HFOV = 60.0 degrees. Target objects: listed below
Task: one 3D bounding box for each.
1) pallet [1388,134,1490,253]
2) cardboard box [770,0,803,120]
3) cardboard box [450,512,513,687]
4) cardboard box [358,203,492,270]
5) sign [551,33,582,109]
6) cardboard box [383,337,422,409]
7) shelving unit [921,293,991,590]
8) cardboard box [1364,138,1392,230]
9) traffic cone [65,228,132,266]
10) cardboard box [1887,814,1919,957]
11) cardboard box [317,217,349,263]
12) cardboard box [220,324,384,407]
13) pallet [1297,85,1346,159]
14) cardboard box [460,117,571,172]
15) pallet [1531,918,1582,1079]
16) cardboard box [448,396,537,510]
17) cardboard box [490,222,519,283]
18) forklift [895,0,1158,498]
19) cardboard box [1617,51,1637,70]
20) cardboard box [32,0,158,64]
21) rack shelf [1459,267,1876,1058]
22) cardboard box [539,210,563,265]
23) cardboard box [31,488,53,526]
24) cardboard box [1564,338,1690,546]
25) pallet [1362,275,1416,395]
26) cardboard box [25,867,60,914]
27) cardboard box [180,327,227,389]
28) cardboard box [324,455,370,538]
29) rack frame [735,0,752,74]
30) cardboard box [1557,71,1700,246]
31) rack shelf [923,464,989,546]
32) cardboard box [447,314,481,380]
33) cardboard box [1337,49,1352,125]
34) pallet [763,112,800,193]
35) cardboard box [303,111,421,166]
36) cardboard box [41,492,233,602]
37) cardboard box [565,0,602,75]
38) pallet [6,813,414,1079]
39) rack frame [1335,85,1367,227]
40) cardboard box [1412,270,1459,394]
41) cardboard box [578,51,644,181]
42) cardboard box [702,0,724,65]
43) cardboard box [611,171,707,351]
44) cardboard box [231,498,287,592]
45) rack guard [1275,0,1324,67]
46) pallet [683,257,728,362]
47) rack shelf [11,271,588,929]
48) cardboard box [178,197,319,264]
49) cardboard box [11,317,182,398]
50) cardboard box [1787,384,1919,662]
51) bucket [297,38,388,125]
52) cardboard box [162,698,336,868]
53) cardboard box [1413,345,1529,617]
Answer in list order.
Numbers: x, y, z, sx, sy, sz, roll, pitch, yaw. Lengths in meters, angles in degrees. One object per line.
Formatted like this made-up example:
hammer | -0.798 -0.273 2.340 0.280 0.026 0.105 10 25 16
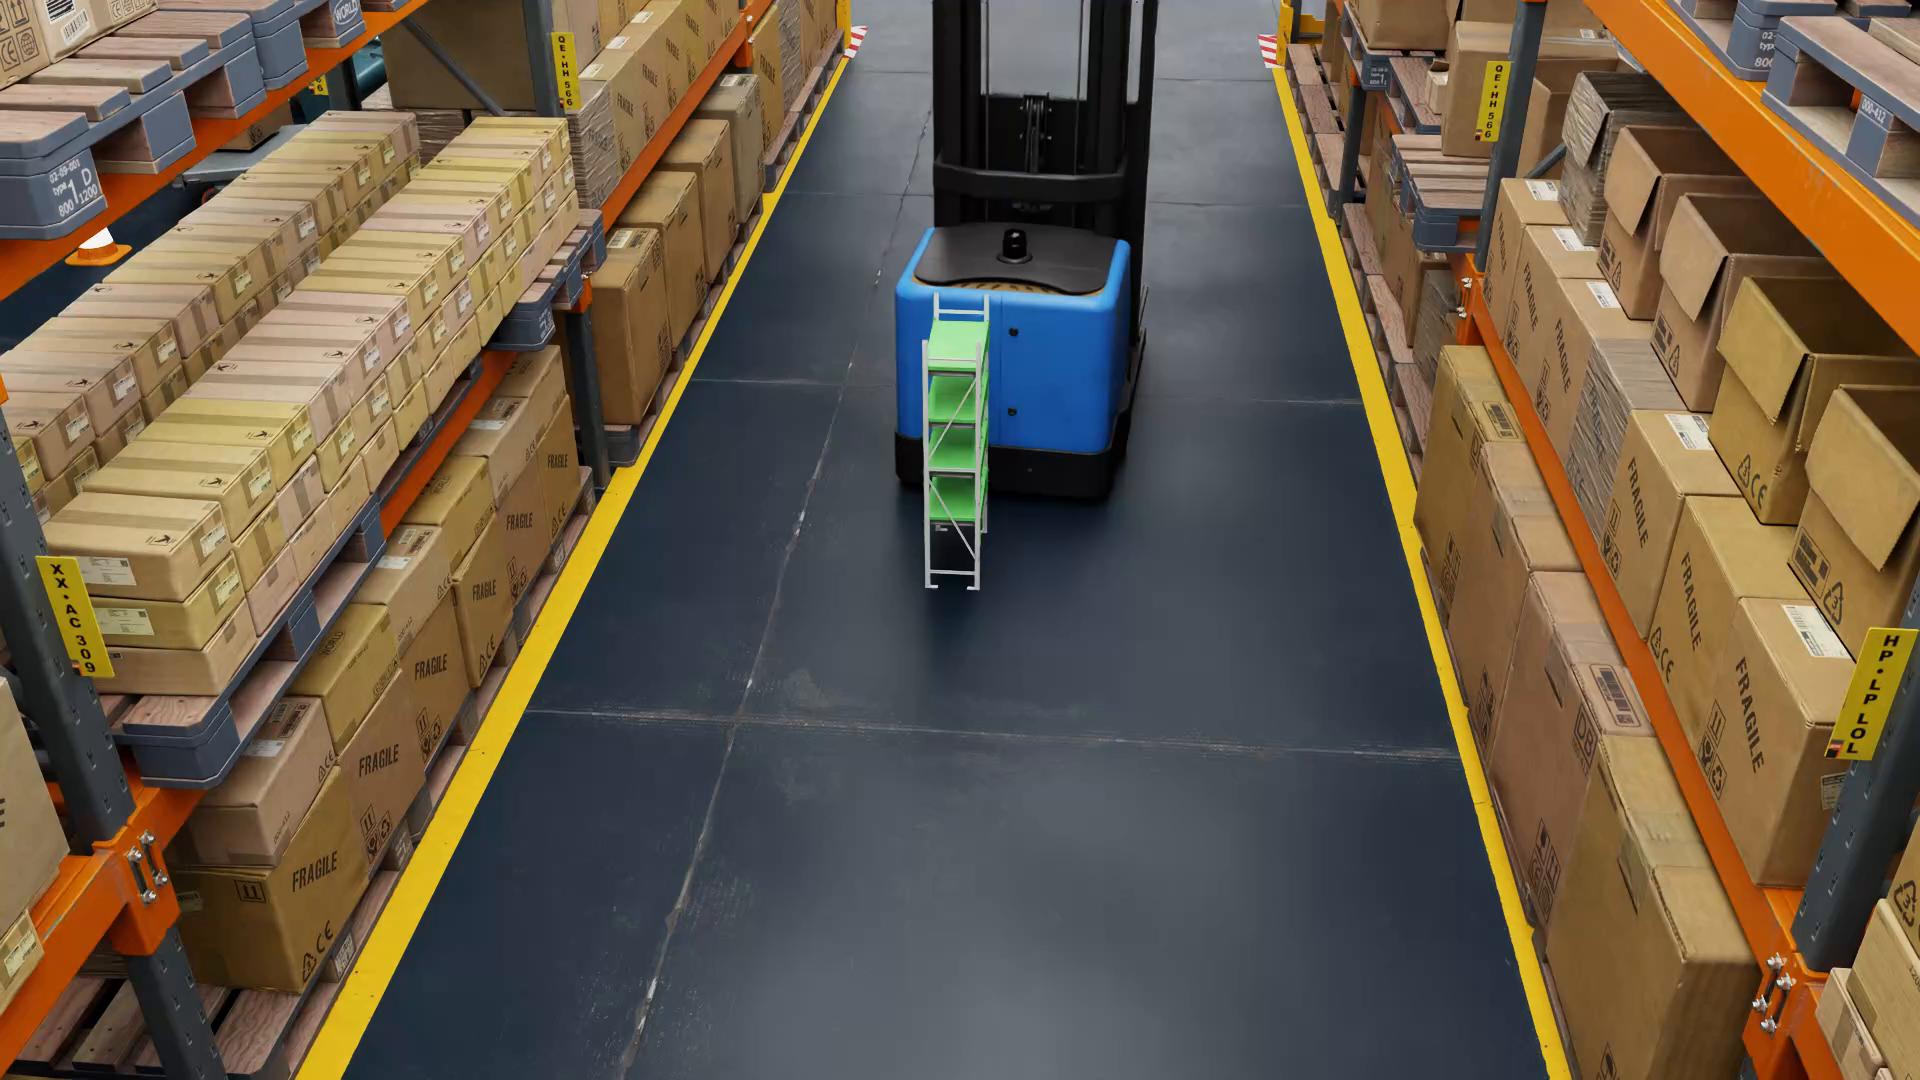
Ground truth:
pallet | 2.658 -1.596 7.664 1.213 0.211 1.003 2 32 4
cardboard box | -1.712 -3.729 12.566 0.875 0.875 0.875 3 32 4
cardboard box | -2.095 0.224 6.510 0.500 0.500 0.500 1 32 2
cardboard box | -1.899 -1.081 5.917 0.380 0.149 0.250 2 32 4
sign | -1.687 -2.006 7.118 0.100 0.325 0.005 2 32 4
cardboard box | -1.962 -0.545 5.331 0.380 0.149 0.250 2 32 3
shelving unit | -0.013 -0.424 7.295 0.258 1.200 0.503 2 32 4
cardboard box | 2.961 -2.195 10.416 0.700 0.500 0.500 0 32 0
traffic cone | -5.550 -2.027 10.599 0.336 0.463 0.334 2 32 4
cardboard box | 2.087 0.649 2.983 0.500 0.500 0.500 2 32 4
cardboard box | -2.527 -1.106 6.241 0.380 0.149 0.250 3 32 4
cardboard box | -1.981 -0.529 5.022 0.380 0.149 0.250 2 32 4
pallet | 3.148 -3.197 12.737 1.003 0.211 1.213 2 32 4
cardboard box | -1.812 -1.614 6.783 0.380 0.149 0.250 1 32 2
pallet | 2.369 1.571 4.999 1.003 0.211 1.213 2 32 4
cardboard box | -2.053 -0.366 6.752 0.500 0.250 0.500 3 32 5
cardboard box | -1.875 -1.078 6.195 0.380 0.149 0.250 3 32 4
forklift | 0.452 -2.208 8.538 1.130 2.935 3.031 5 32 9
cardboard box | 3.072 -2.282 8.337 0.500 0.250 0.500 2 32 3
cardboard box | -2.273 -1.343 3.895 0.500 0.311 0.500 2 32 3
rack shelf | 2.544 0.052 5.493 1.077 0.370 4.000 2 32 4
cardboard box | -1.833 -1.230 6.726 0.380 0.149 0.250 2 32 4
cardboard box | -2.698 -0.026 4.489 0.380 0.149 0.250 3 32 4
cardboard box | 2.275 -0.301 5.285 0.500 0.500 0.500 3 32 4
pallet | 2.874 -1.158 9.428 1.003 0.211 1.213 2 32 4
cardboard box | -2.344 0.793 3.844 0.380 0.149 0.250 2 32 3
cardboard box | -2.615 -0.578 5.385 0.380 0.149 0.250 3 32 4
cardboard box | -2.001 -0.139 4.955 0.380 0.149 0.250 3 32 4
rack frame | -1.903 -3.657 10.825 1.000 3.000 0.127 2 32 4
cardboard box | 2.631 -1.389 6.093 0.797 0.503 0.637 3 32 6
rack shelf | -0.013 -0.166 7.454 0.258 0.148 0.480 2 32 4
cardboard box | -1.920 -0.689 5.848 0.380 0.149 0.250 3 32 5
cardboard box | 3.116 -3.342 12.296 0.500 0.500 0.500 0 32 0
pallet | -1.763 -2.864 12.196 1.003 0.211 1.213 2 32 4
cardboard box | -2.460 -1.655 6.848 0.380 0.149 0.250 3 32 4
cardboard box | -2.064 0.015 4.139 0.380 0.149 0.250 4 32 6
cardboard box | -2.142 -2.532 7.952 0.700 0.500 0.500 2 32 3
pallet | -2.492 1.306 5.429 1.003 0.211 1.213 2 32 4
rack frame | 3.032 -3.392 10.395 1.000 3.000 0.127 2 32 4
cardboard box | 2.774 -1.065 8.583 0.700 0.500 0.500 0 32 0
cardboard box | -1.884 -2.097 8.198 0.500 0.500 0.500 2 32 4
cardboard box | -1.720 -3.151 9.909 0.500 0.500 0.500 2 32 3
cardboard box | -2.022 -1.558 9.163 1.050 0.750 0.750 3 32 5
cardboard box | -2.045 0.006 4.437 0.380 0.149 0.250 2 32 3
rack guard | 3.352 -4.380 14.381 1.175 0.500 0.348 2 32 4
pallet | -1.987 -1.423 9.858 1.003 0.211 1.213 2 32 4
rack shelf | -2.391 -0.213 5.923 1.077 0.370 4.000 2 32 4
cardboard box | -2.545 -1.108 5.961 0.380 0.149 0.250 4 32 6
cardboard box | -2.628 -0.558 5.069 0.380 0.149 0.250 1 32 2
cardboard box | 2.425 -0.013 3.860 0.797 0.503 0.637 2 32 3
bucket | -4.190 -3.080 11.560 0.726 0.611 0.620 14 44 21
cardboard box | -2.231 0.717 4.994 0.500 0.250 0.500 1 32 2
cardboard box | 2.630 -0.215 6.864 1.225 0.875 0.875 1 32 2
